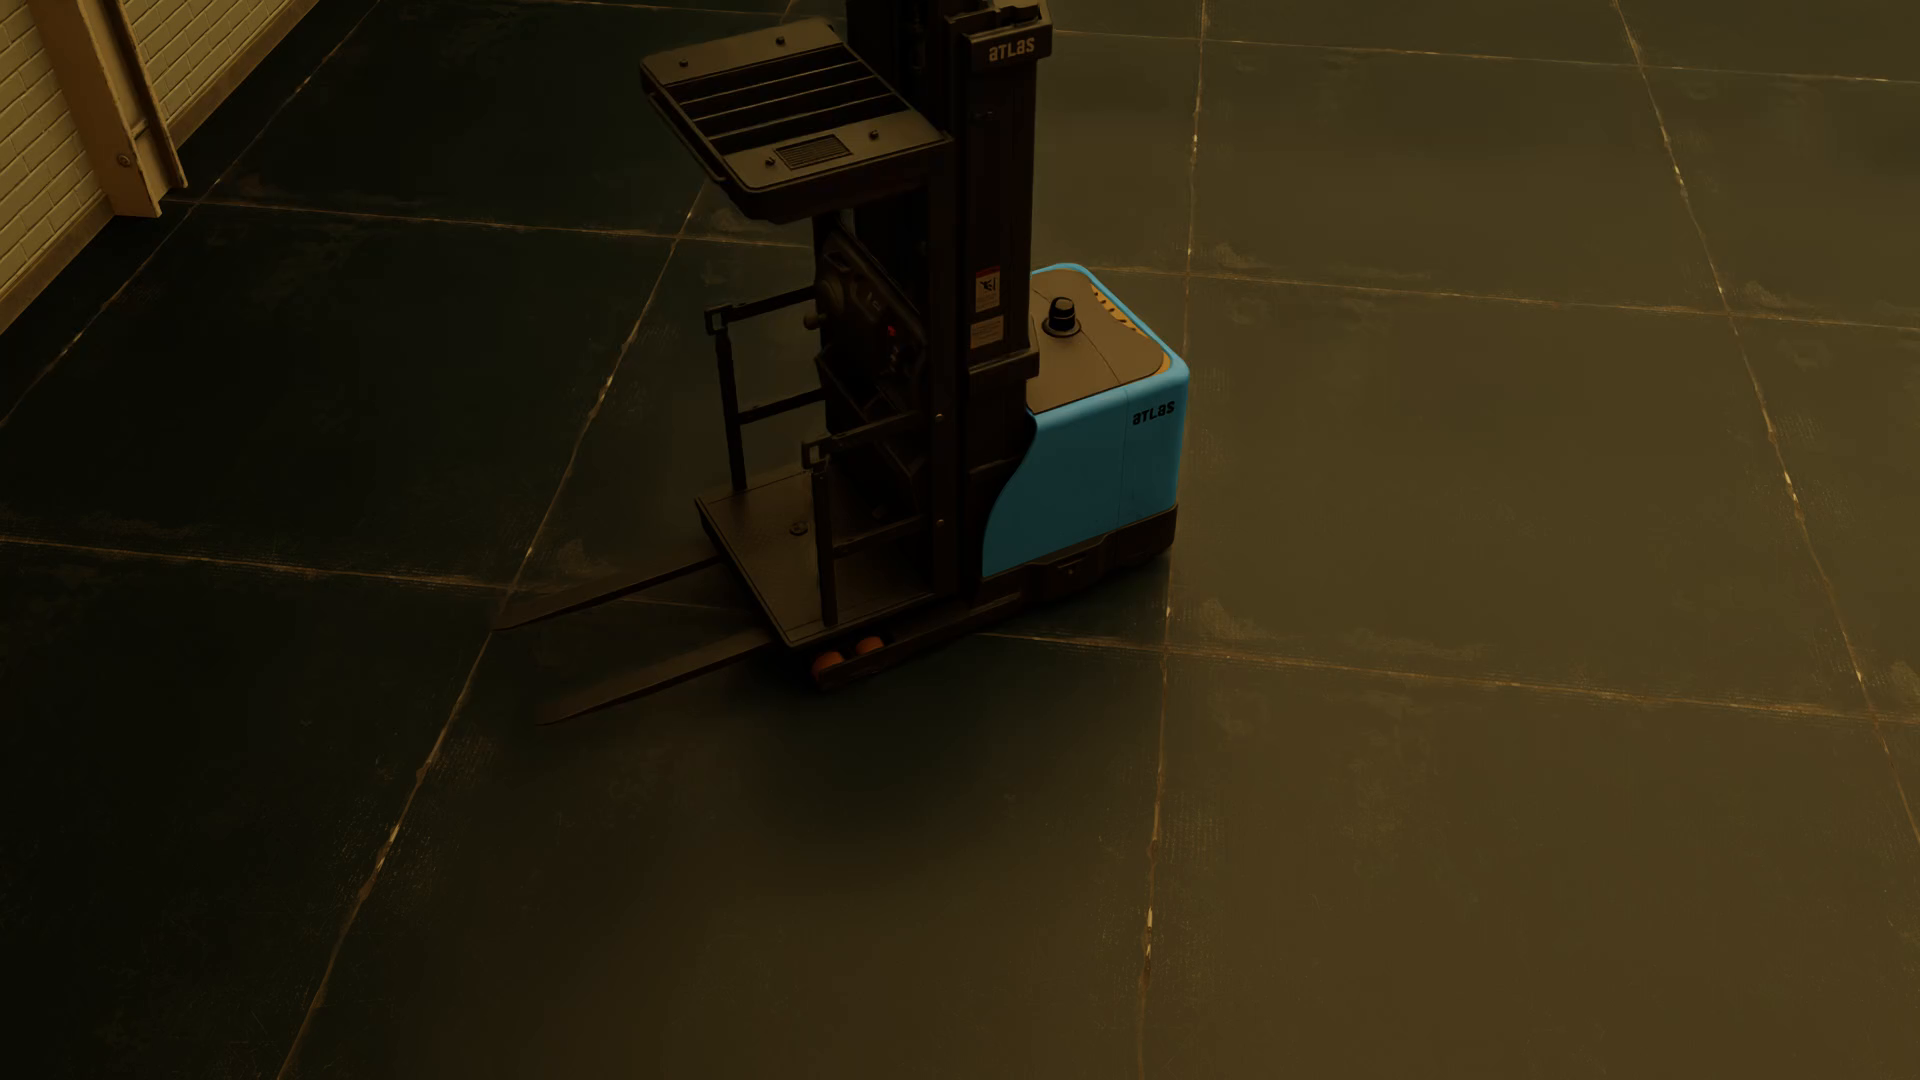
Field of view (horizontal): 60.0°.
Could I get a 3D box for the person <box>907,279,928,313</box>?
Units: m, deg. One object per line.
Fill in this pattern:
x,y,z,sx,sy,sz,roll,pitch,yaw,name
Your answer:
0.008,-0.736,7.321,0.553,1.700,0.543,5,43,6,person

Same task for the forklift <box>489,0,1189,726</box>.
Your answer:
-0.543,-0.844,6.643,3.031,2.935,1.130,-20,46,-20,forklift
